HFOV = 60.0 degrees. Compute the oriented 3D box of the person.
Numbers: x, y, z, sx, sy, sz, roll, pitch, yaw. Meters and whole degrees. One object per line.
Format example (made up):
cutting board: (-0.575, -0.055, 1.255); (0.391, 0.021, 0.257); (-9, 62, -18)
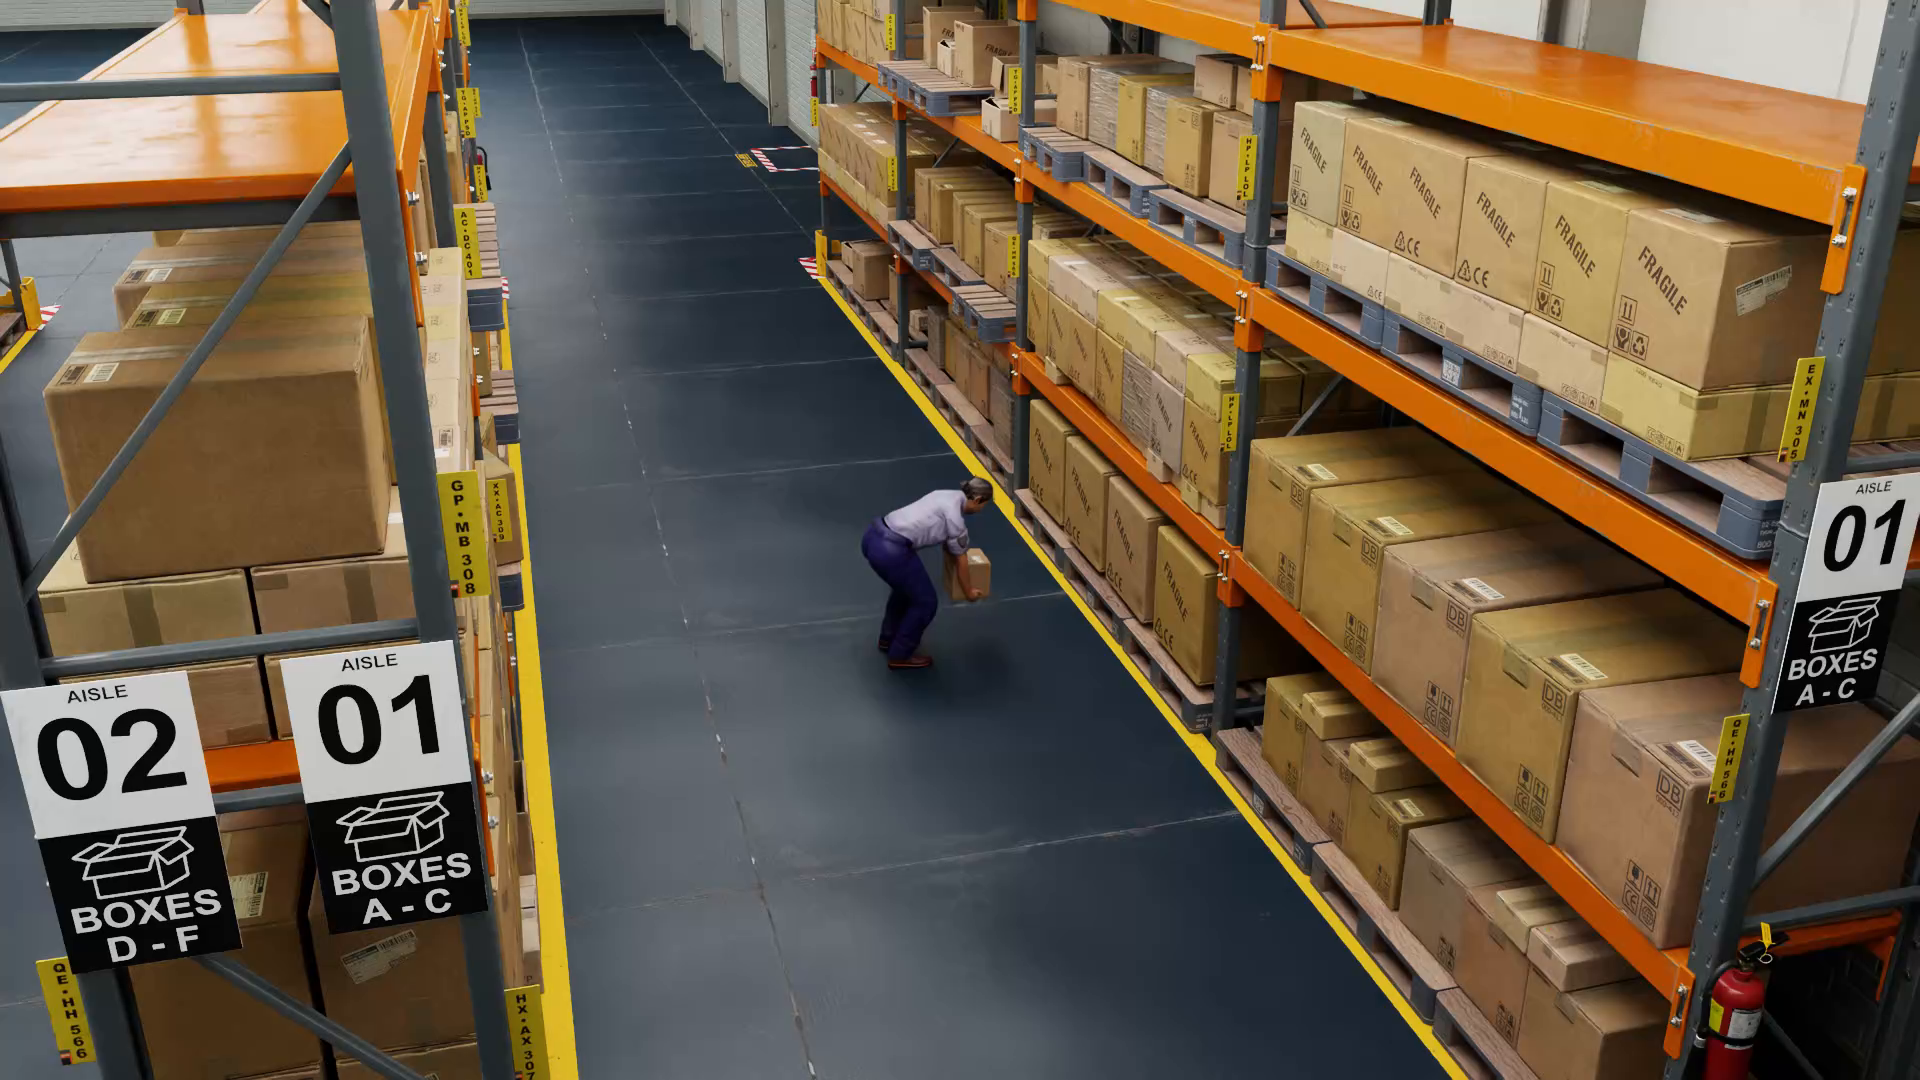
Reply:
person: (-0.198, 0.197, 10.785); (0.862, 1.193, 0.485); (-7, 24, -16)
